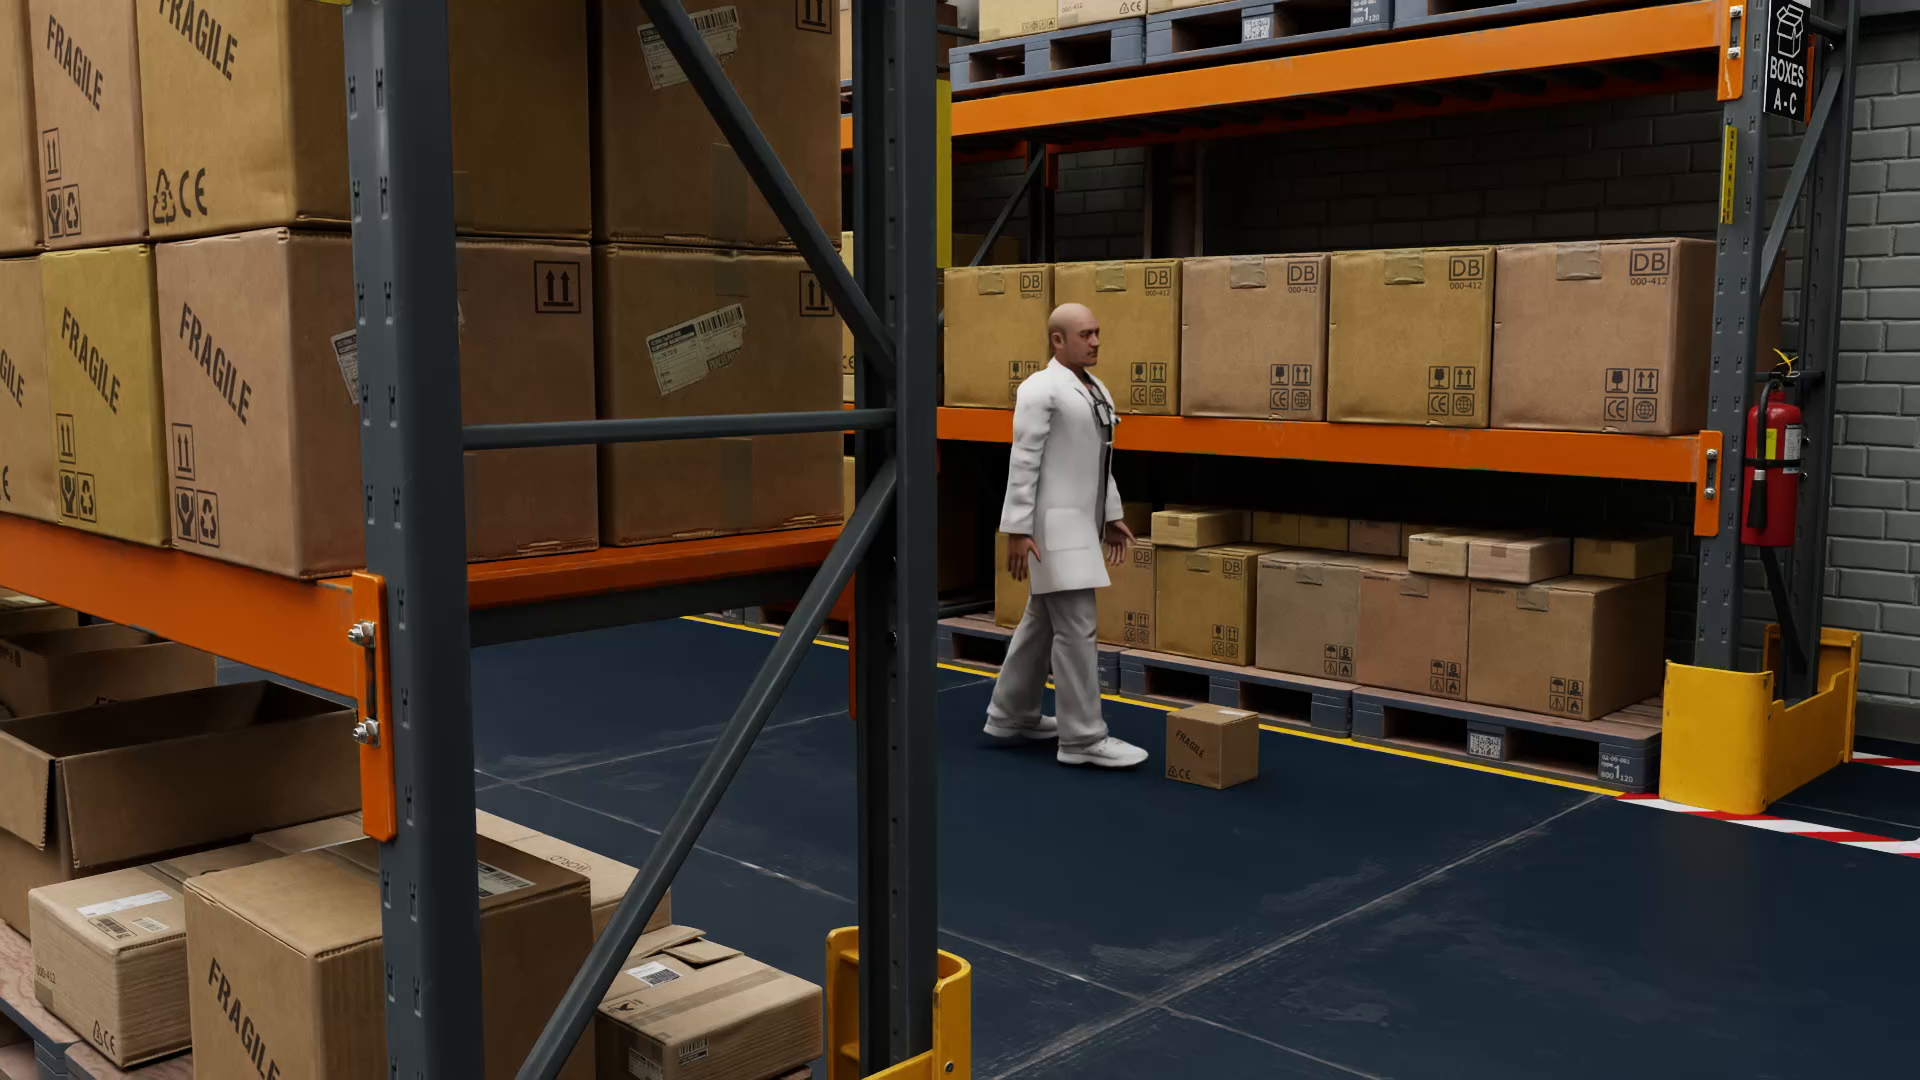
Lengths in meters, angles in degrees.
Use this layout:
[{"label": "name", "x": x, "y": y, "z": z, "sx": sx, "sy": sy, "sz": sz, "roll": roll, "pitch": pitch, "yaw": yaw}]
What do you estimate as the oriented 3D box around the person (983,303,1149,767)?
[{"label": "person", "x": 0.438, "y": -0.034, "z": 6.524, "sx": 0.738, "sy": 1.774, "sz": 0.585, "roll": 3, "pitch": 7, "yaw": 23}]
